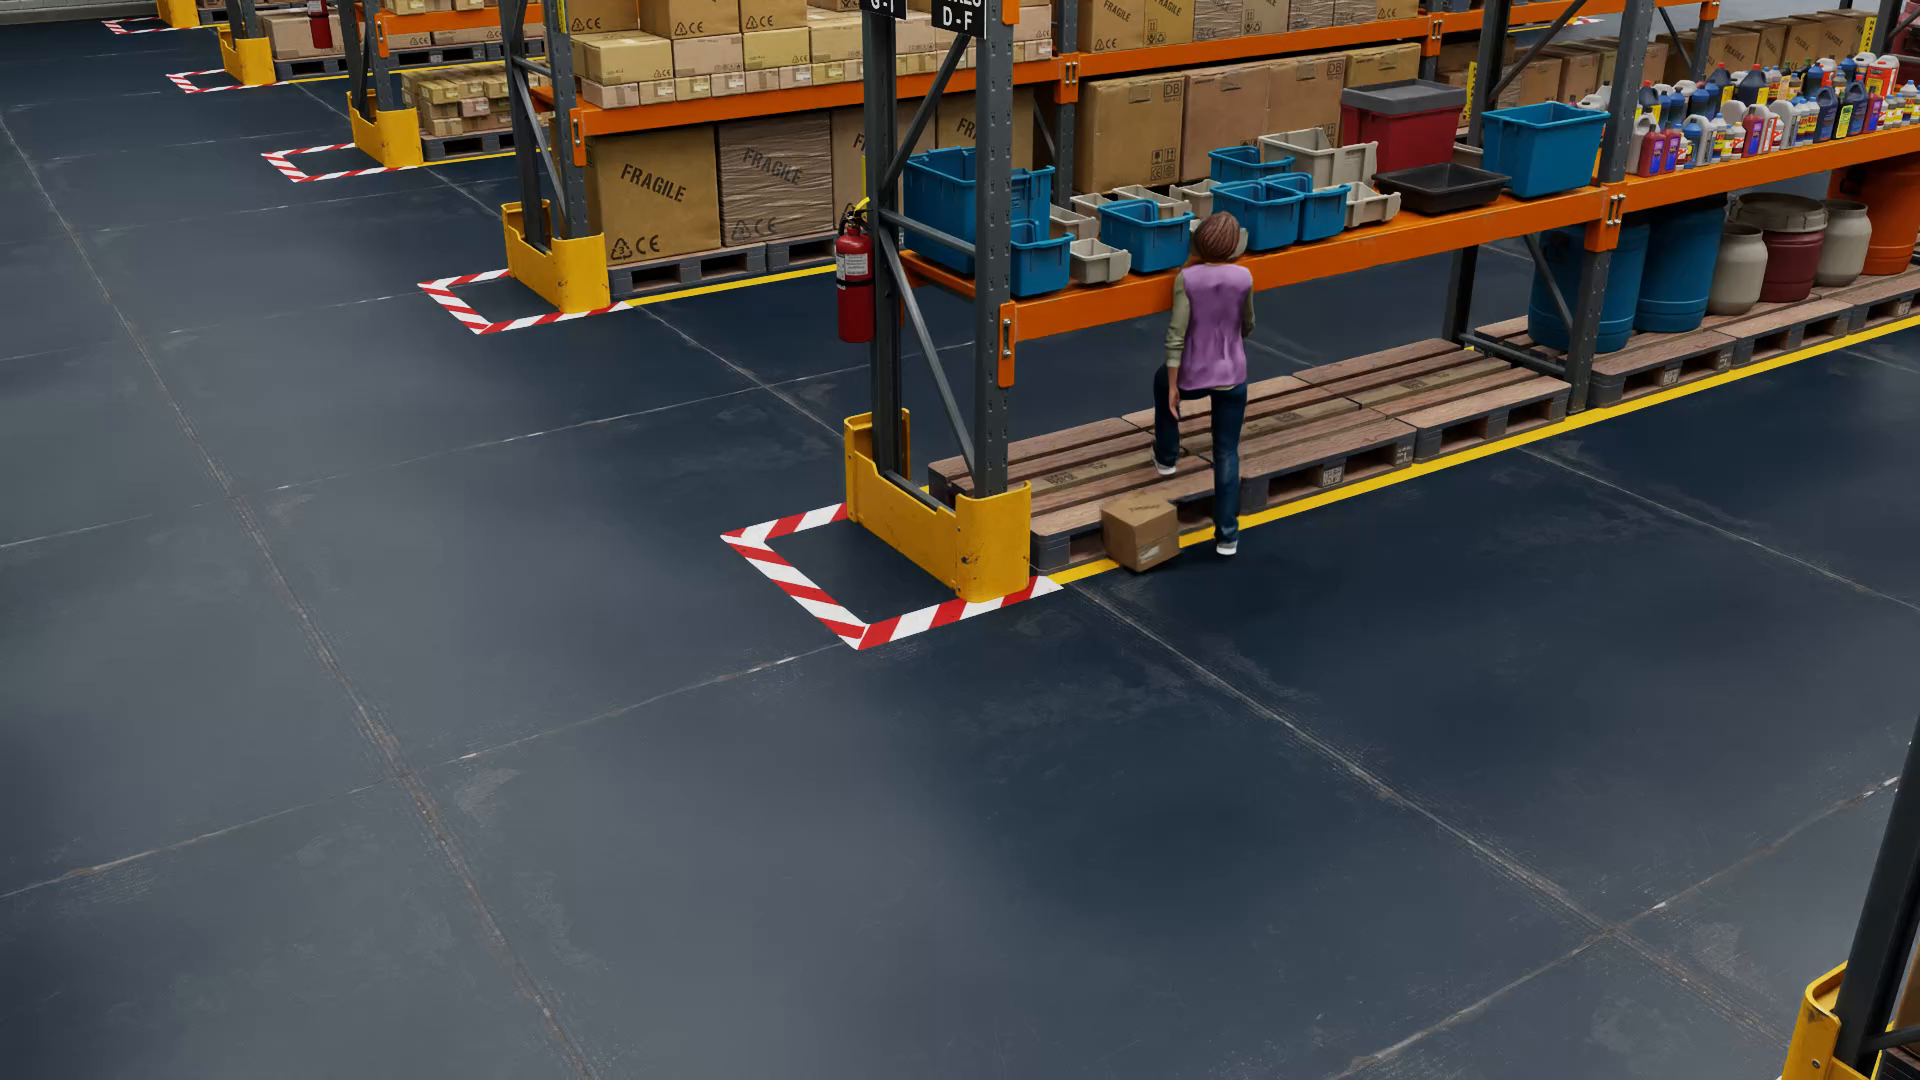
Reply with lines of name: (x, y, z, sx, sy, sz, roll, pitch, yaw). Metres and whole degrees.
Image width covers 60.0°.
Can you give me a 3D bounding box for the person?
person: (1.132, -0.783, 7.733, 0.445, 1.561, 0.854, -1, 25, -2)
